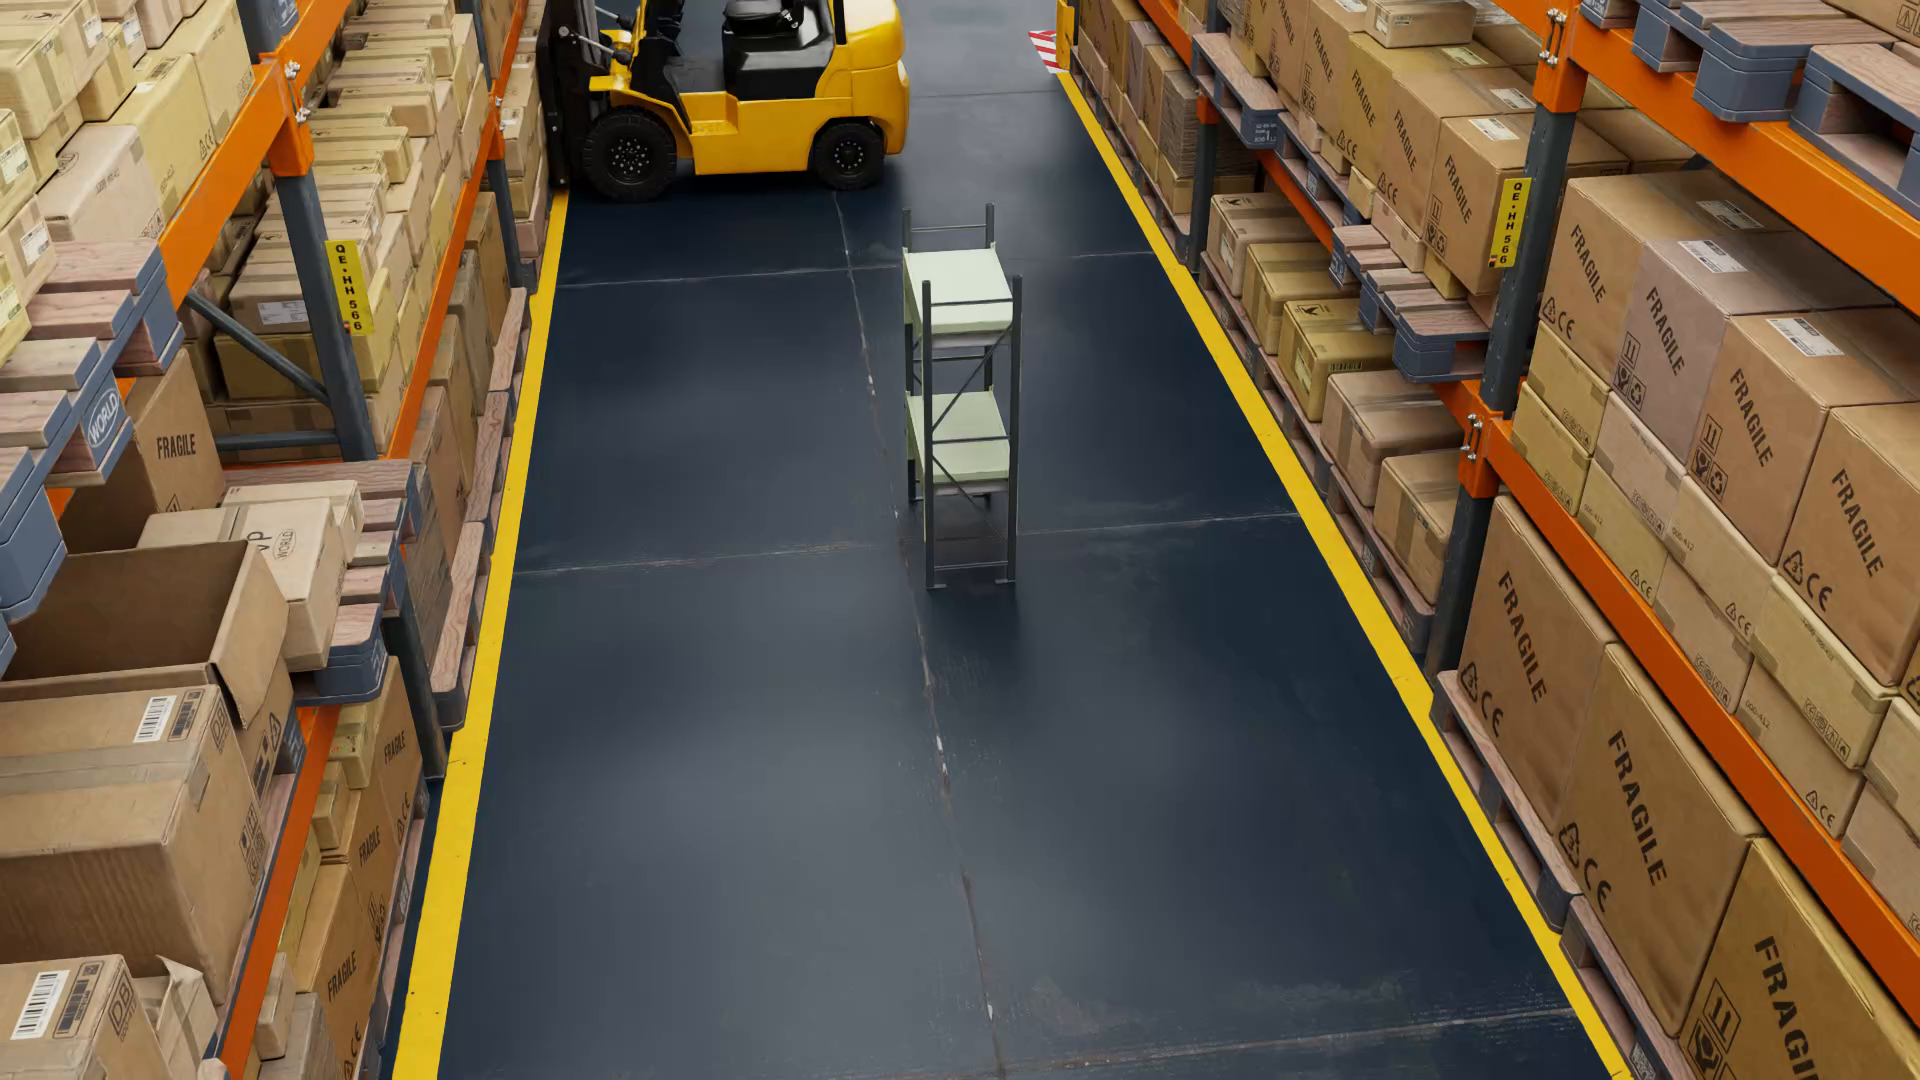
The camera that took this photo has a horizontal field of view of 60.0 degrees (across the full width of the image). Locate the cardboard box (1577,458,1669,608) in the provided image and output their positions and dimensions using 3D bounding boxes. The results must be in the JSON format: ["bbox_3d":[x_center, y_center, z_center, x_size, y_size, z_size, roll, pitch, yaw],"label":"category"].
[{"bbox_3d":[2.336,-0.051,5.295,0.500,0.250,0.500,-5,35,-8],"label":"cardboard box"}]

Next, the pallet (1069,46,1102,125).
[{"bbox_3d":[1.441,-3.504,12.705,1.003,0.211,1.213,-4,35,-6],"label":"pallet"}]

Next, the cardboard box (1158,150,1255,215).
[{"bbox_3d":[1.549,-2.270,10.486,0.500,0.250,0.500,-3,34,-4],"label":"cardboard box"}]

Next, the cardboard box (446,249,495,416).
[{"bbox_3d":[-2.846,-1.013,8.309,0.875,0.625,0.625,-5,35,-7],"label":"cardboard box"}]

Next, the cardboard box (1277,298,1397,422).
[{"bbox_3d":[2.163,-0.929,8.410,0.950,0.372,0.625,-3,34,-5],"label":"cardboard box"}]

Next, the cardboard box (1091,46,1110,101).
[{"bbox_3d":[1.252,-3.436,12.197,0.500,0.250,0.500,-3,34,-5],"label":"cardboard box"}]

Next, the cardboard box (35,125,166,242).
[{"bbox_3d":[-2.040,-0.663,3.528,0.500,0.250,0.500,-4,35,-6],"label":"cardboard box"}]

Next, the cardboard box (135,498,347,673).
[{"bbox_3d":[-2.023,0.140,4.641,0.500,0.250,0.500,-6,35,-9],"label":"cardboard box"}]

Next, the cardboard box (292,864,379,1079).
[{"bbox_3d":[-2.086,1.338,4.969,0.500,0.500,0.500,-3,34,-4],"label":"cardboard box"}]

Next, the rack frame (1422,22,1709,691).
[{"bbox_3d":[2.432,-0.691,6.100,1.000,3.000,0.127,-4,35,-6],"label":"rack frame"}]

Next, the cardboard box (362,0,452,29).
[{"bbox_3d":[-2.705,-2.538,8.145,0.380,0.149,0.250,-5,35,-7],"label":"cardboard box"}]

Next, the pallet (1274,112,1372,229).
[{"bbox_3d":[2.126,-1.713,7.770,1.003,0.211,1.213,-4,35,-6],"label":"pallet"}]

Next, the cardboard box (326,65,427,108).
[{"bbox_3d":[-2.556,-1.970,7.312,0.380,0.149,0.250,-4,34,-6],"label":"cardboard box"}]

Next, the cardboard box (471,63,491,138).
[{"bbox_3d":[-2.697,-2.221,8.479,0.500,0.250,0.500,-4,34,-5],"label":"cardboard box"}]

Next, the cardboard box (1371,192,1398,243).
[{"bbox_3d":[1.943,-1.348,6.914,0.380,0.149,0.250,-6,35,-9],"label":"cardboard box"}]

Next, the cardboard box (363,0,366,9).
[{"bbox_3d":[-3.352,-2.816,9.130,0.500,0.500,0.500,-5,35,-7],"label":"cardboard box"}]

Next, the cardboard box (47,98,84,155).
[{"bbox_3d":[-2.113,-0.902,3.526,0.380,0.149,0.250,-4,34,-6],"label":"cardboard box"}]

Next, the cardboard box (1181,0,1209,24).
[{"bbox_3d":[1.588,-3.316,9.600,0.500,0.500,0.500,-5,35,-8],"label":"cardboard box"}]

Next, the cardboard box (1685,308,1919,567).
[{"bbox_3d":[2.387,-0.285,4.529,0.500,0.500,0.500,-3,34,-5],"label":"cardboard box"}]

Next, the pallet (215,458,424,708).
[{"bbox_3d":[-2.325,0.140,5.052,1.213,0.211,1.003,-4,35,-6],"label":"pallet"}]

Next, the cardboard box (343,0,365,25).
[{"bbox_3d":[-3.189,-2.642,8.298,0.380,0.149,0.250,-5,35,-7],"label":"cardboard box"}]

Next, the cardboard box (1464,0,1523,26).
[{"bbox_3d":[2.387,-2.163,7.534,0.500,0.500,0.500,-6,35,-8],"label":"cardboard box"}]

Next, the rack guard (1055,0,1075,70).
[{"bbox_3d":[1.367,-4.080,13.292,1.175,0.500,0.348,-4,35,-6],"label":"rack guard"}]

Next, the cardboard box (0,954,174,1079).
[{"bbox_3d":[-1.861,1.129,2.968,0.700,0.500,0.500,-4,34,-6],"label":"cardboard box"}]

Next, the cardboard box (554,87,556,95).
[{"bbox_3d":[-3.039,-3.206,11.415,0.500,0.250,0.500,-5,35,-7],"label":"cardboard box"}]

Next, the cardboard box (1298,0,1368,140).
[{"bbox_3d":[1.874,-2.135,7.493,0.500,0.500,0.500,-6,35,-8],"label":"cardboard box"}]

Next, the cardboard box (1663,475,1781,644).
[{"bbox_3d":[2.379,0.034,4.726,0.500,0.250,0.500,-4,35,-7],"label":"cardboard box"}]

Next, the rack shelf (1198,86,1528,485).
[{"bbox_3d":[2.163,-1.509,7.940,1.077,0.370,4.000,-4,35,-6],"label":"rack shelf"}]

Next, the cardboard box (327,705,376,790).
[{"bbox_3d":[-2.101,0.685,5.352,0.380,0.149,0.250,-6,35,-9],"label":"cardboard box"}]

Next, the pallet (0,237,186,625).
[{"bbox_3d":[-2.108,-0.190,2.869,1.213,0.211,1.003,-4,35,-6],"label":"pallet"}]

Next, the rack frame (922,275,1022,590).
[{"bbox_3d":[0.048,-0.419,7.033,0.400,1.500,0.023,-4,35,-6],"label":"rack frame"}]

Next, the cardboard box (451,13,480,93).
[{"bbox_3d":[-2.704,-2.435,8.348,0.500,0.250,0.500,-5,35,-7],"label":"cardboard box"}]

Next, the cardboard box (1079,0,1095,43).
[{"bbox_3d":[1.195,-4.018,12.385,0.500,0.500,0.500,-5,35,-8],"label":"cardboard box"}]

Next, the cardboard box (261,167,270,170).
[{"bbox_3d":[-3.017,-1.533,7.025,0.500,0.250,0.500,-5,35,-7],"label":"cardboard box"}]

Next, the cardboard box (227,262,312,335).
[{"bbox_3d":[-2.237,-0.822,5.628,0.380,0.149,0.250,-3,34,-5],"label":"cardboard box"}]

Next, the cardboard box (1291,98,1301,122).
[{"bbox_3d":[1.819,-2.083,7.993,0.380,0.149,0.250,-4,34,-6],"label":"cardboard box"}]

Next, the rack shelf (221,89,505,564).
[{"bbox_3d":[-2.755,-1.131,7.385,1.077,0.370,4.000,-4,35,-6],"label":"rack shelf"}]

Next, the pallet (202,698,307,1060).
[{"bbox_3d":[-2.220,0.852,4.007,1.003,0.211,1.213,-4,35,-6],"label":"pallet"}]

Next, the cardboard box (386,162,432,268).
[{"bbox_3d":[-2.422,-1.296,6.678,0.500,0.250,0.500,-5,35,-8],"label":"cardboard box"}]

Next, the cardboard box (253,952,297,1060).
[{"bbox_3d":[-2.018,1.277,4.483,0.380,0.149,0.250,-6,35,-9],"label":"cardboard box"}]

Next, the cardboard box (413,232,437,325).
[{"bbox_3d":[-2.442,-1.085,6.811,0.500,0.250,0.500,-5,35,-8],"label":"cardboard box"}]

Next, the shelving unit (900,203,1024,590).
[{"bbox_3d":[-0.001,-0.623,7.333,0.431,1.500,0.755,-4,35,-6],"label":"shelving unit"}]

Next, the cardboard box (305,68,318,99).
[{"bbox_3d":[-3.109,-2.067,7.454,0.380,0.149,0.250,-4,35,-6],"label":"cardboard box"}]

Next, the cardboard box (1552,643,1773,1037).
[{"bbox_3d":[2.559,0.904,5.274,0.875,0.875,0.875,-4,34,-6],"label":"cardboard box"}]

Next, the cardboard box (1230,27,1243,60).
[{"bbox_3d":[1.656,-2.660,8.840,0.380,0.149,0.250,-4,34,-6],"label":"cardboard box"}]

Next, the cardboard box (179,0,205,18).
[{"bbox_3d":[-2.199,-1.475,4.367,0.380,0.149,0.250,-4,34,-5],"label":"cardboard box"}]

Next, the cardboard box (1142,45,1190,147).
[{"bbox_3d":[1.479,-2.864,10.691,0.500,0.500,0.500,-4,34,-6],"label":"cardboard box"}]

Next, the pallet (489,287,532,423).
[{"bbox_3d":[-2.886,-0.984,9.007,1.003,0.211,1.213,-4,35,-6],"label":"pallet"}]

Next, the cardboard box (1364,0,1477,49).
[{"bbox_3d":[1.933,-2.188,6.995,0.380,0.149,0.250,-6,35,-9],"label":"cardboard box"}]

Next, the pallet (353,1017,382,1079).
[{"bbox_3d":[-2.262,1.938,4.718,1.003,0.211,1.213,-4,35,-6],"label":"pallet"}]

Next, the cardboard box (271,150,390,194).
[{"bbox_3d":[-2.445,-1.395,6.469,0.380,0.149,0.250,-4,34,-6],"label":"cardboard box"}]

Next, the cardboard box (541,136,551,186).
[{"bbox_3d":[-2.929,-2.445,10.743,0.500,0.250,0.500,-4,34,-6],"label":"cardboard box"}]

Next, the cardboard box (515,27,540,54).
[{"bbox_3d":[-2.978,-3.145,10.883,0.500,0.250,0.500,-5,35,-7],"label":"cardboard box"}]

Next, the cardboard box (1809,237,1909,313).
[{"bbox_3d":[2.838,-0.591,4.977,0.500,0.500,0.500,-4,34,-6],"label":"cardboard box"}]
